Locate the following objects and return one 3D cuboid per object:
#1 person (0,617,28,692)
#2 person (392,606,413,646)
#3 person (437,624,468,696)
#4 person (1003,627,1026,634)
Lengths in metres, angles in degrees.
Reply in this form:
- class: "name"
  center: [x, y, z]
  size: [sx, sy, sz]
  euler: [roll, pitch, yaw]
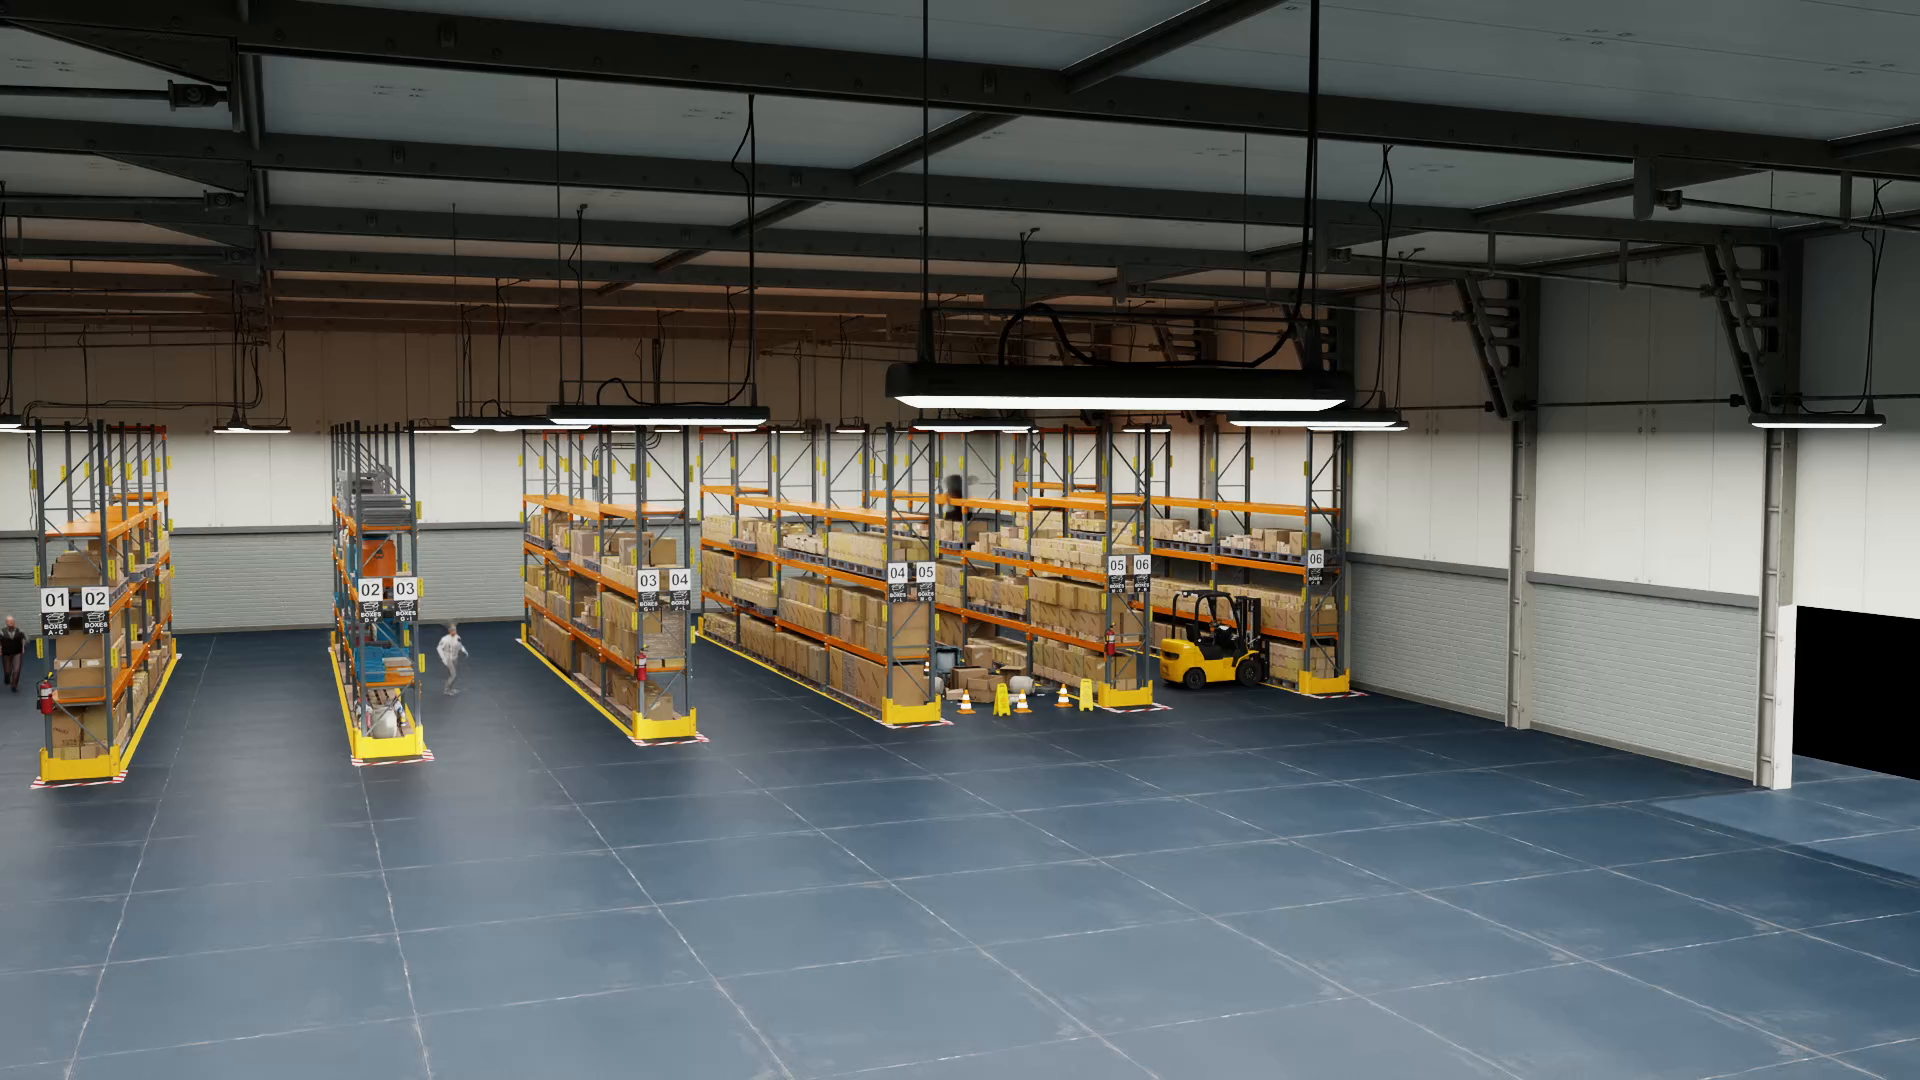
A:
- class: "person"
  center: [-21.282, 2.564, 37.304]
  size: [0.672, 1.676, 0.687]
  euler: [-2, 4, -35]
- class: "person"
  center: [-15.324, 2.104, 45.483]
  size: [0.744, 1.586, 0.575]
  euler: [2, 4, 24]
- class: "person"
  center: [-11.224, 2.643, 36.785]
  size: [0.764, 1.619, 0.635]
  euler: [1, 4, 19]
- class: "person"
  center: [1.565, 1.864, 47.900]
  size: [0.967, 1.710, 0.643]
  euler: [4, 5, 45]
